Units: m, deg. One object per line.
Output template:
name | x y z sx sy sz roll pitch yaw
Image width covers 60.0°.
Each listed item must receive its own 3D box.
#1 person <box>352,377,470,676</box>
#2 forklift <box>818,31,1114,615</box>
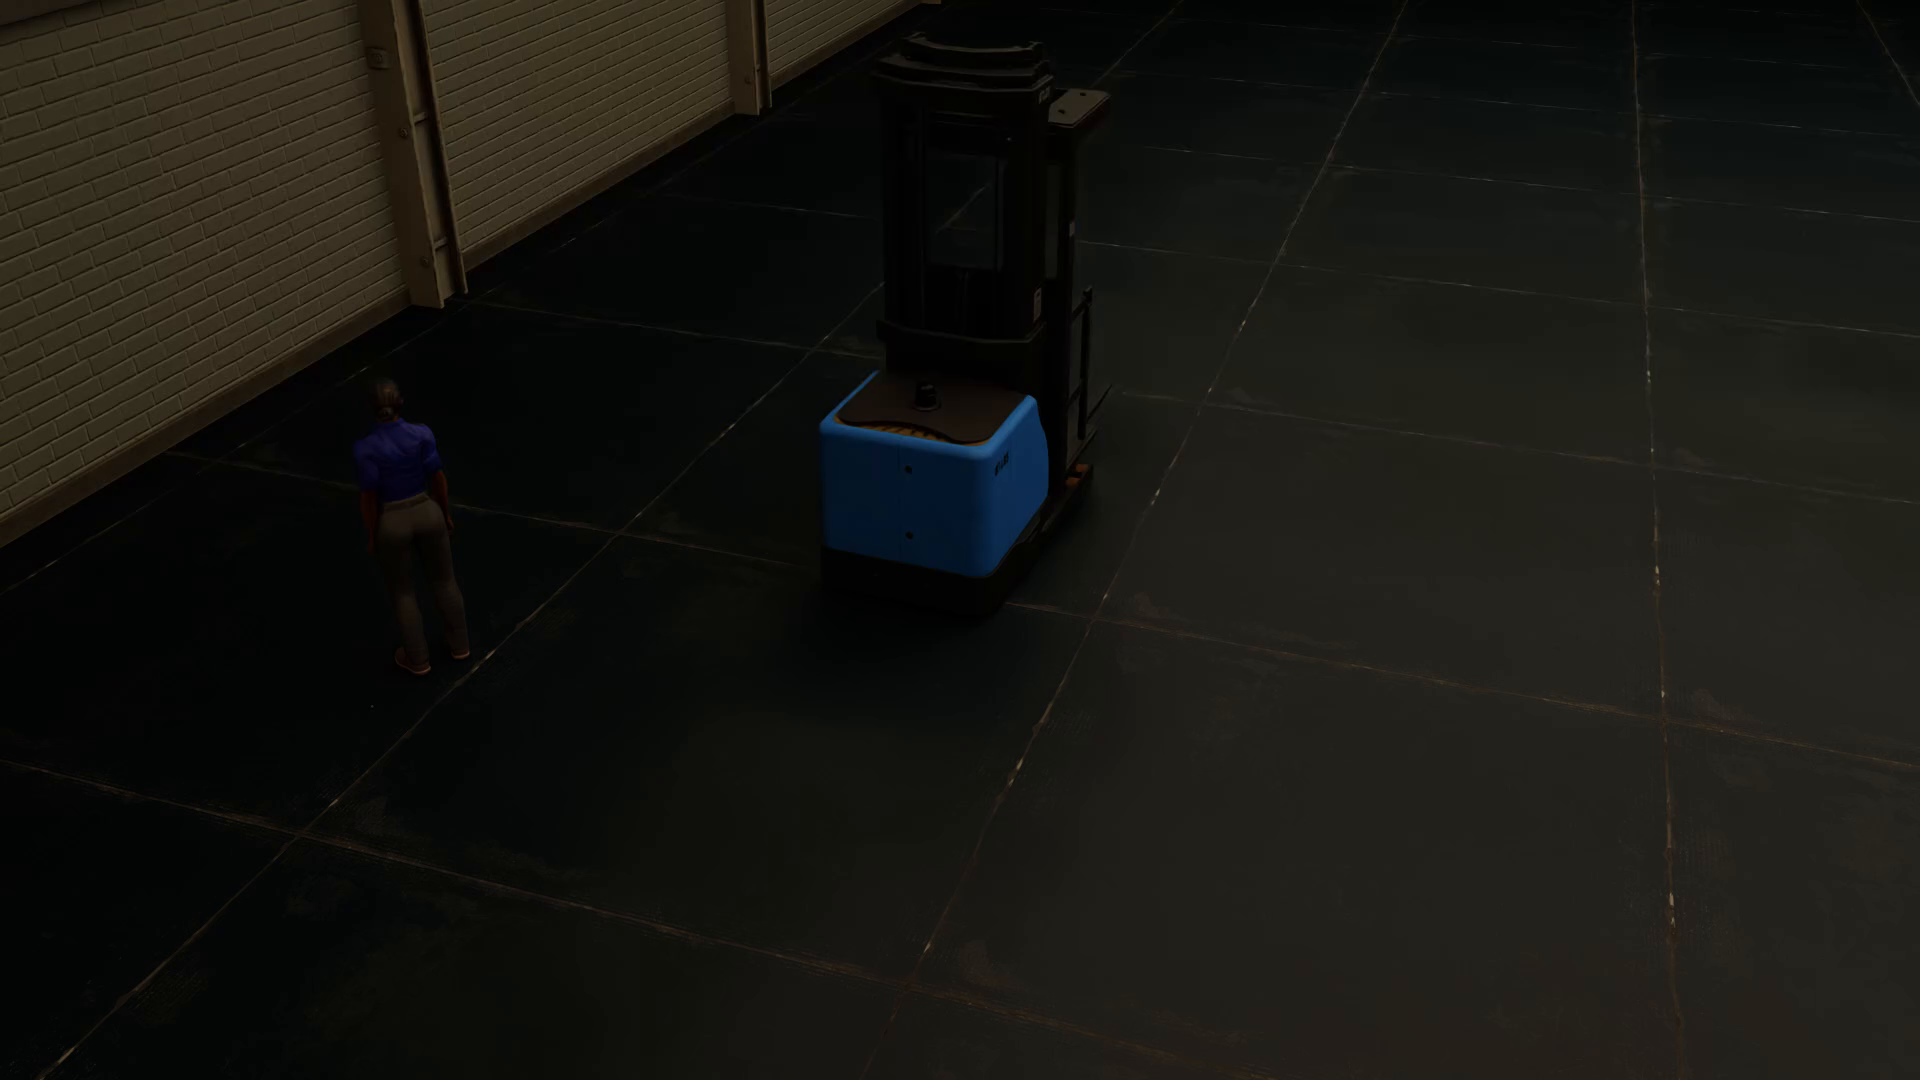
person | -2.848 -0.081 8.566 0.457 1.662 0.329 -19 35 -29
forklift | 0.212 -1.571 9.893 1.130 2.935 3.031 11 31 18
